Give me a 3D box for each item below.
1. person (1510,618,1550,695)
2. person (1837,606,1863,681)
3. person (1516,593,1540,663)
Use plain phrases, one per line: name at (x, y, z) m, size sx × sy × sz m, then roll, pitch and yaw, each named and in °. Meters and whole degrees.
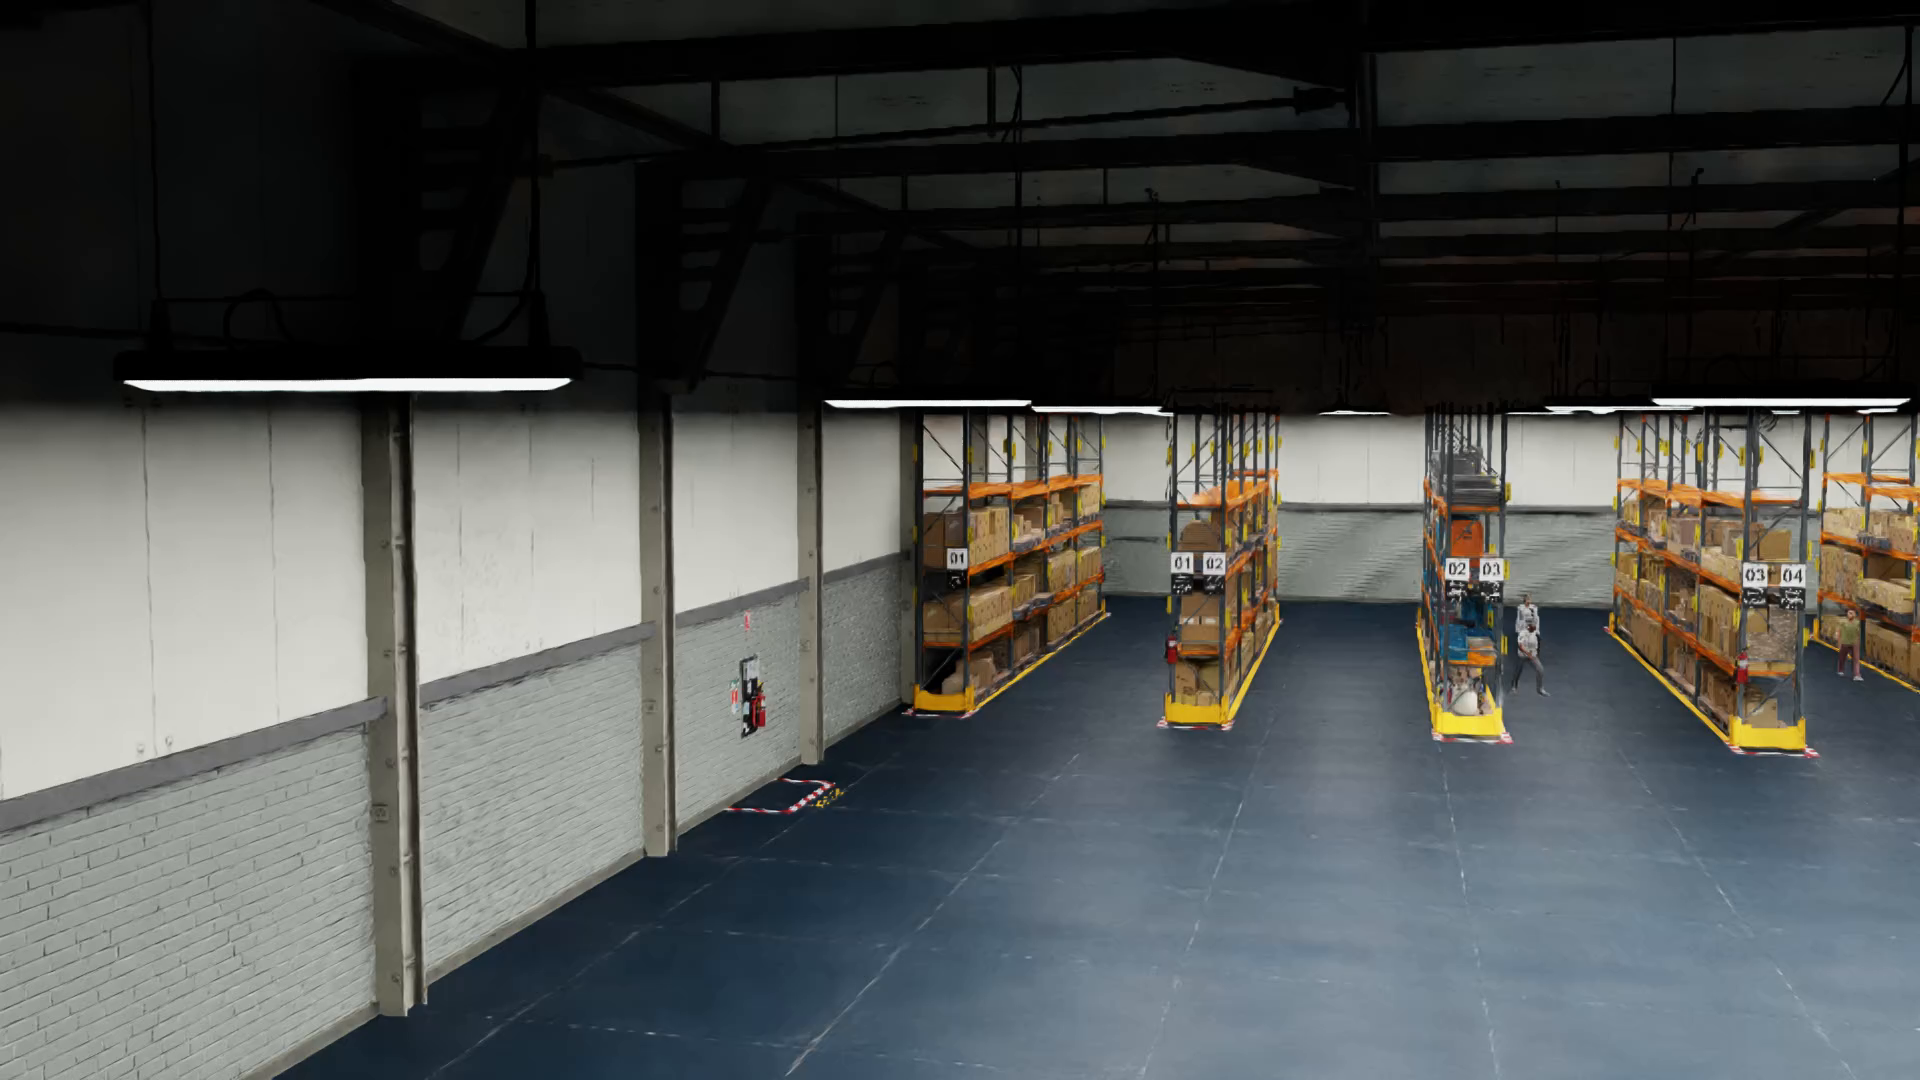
person at (11.727, 2.384, 34.279) m, size 0.625 × 1.604 × 0.799 m, roll -1°, pitch 4°, yaw -8°
person at (19.400, 2.236, 36.309) m, size 0.448 × 1.579 × 1.110 m, roll 1°, pitch 4°, yaw 17°
person at (13.245, 2.040, 38.778) m, size 0.500 × 1.622 × 0.980 m, roll 1°, pitch 4°, yaw 13°
